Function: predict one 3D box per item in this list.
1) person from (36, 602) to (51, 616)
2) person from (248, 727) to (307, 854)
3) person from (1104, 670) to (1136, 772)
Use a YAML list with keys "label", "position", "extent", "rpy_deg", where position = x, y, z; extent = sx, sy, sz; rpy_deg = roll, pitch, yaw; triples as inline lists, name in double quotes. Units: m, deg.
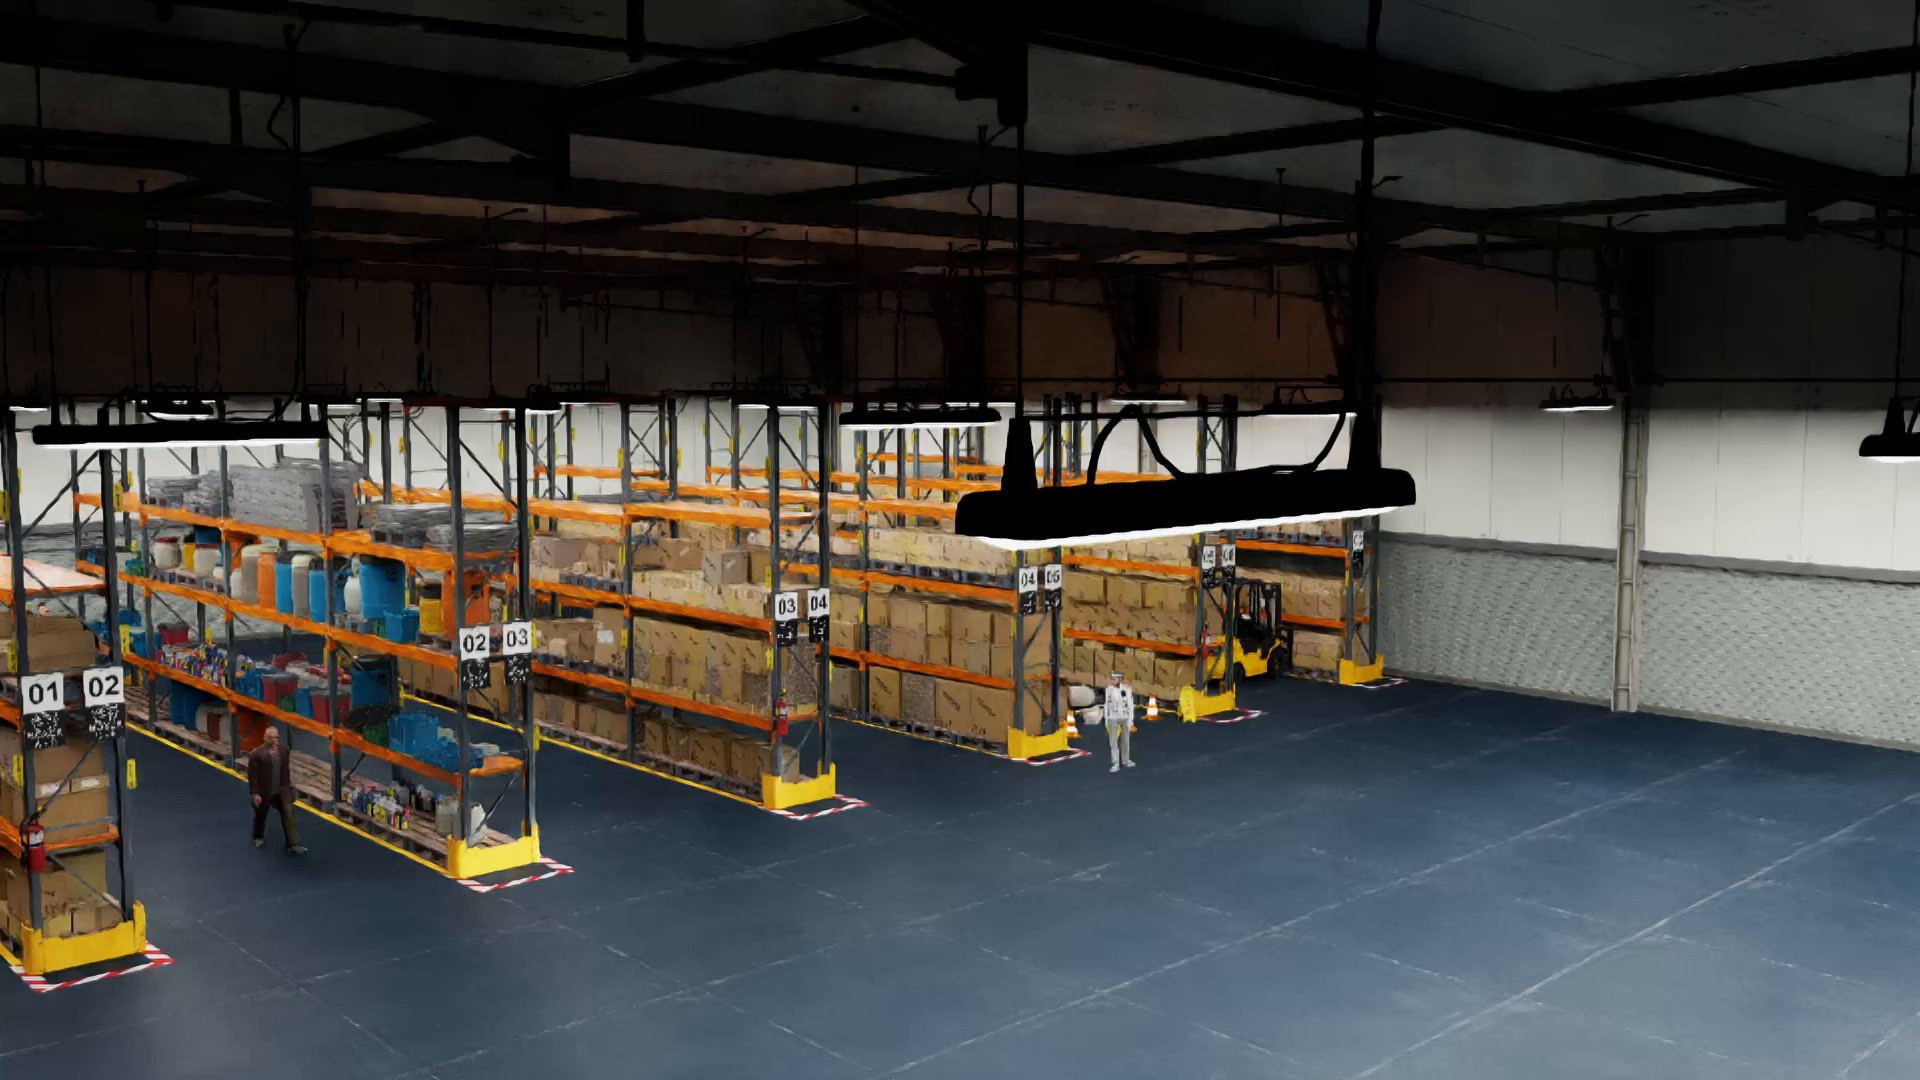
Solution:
- label: "person"
  position: [-19.455, 2.109, 35.388]
  extent: [0.494, 1.609, 0.954]
  rpy_deg: [-2, 6, -22]
- label: "person"
  position: [-9.176, 3.417, 22.198]
  extent: [0.598, 1.508, 1.193]
  rpy_deg: [-5, 7, -41]
- label: "person"
  position: [2.590, 2.899, 26.988]
  extent: [0.510, 1.656, 0.591]
  rpy_deg: [1, 6, 13]
